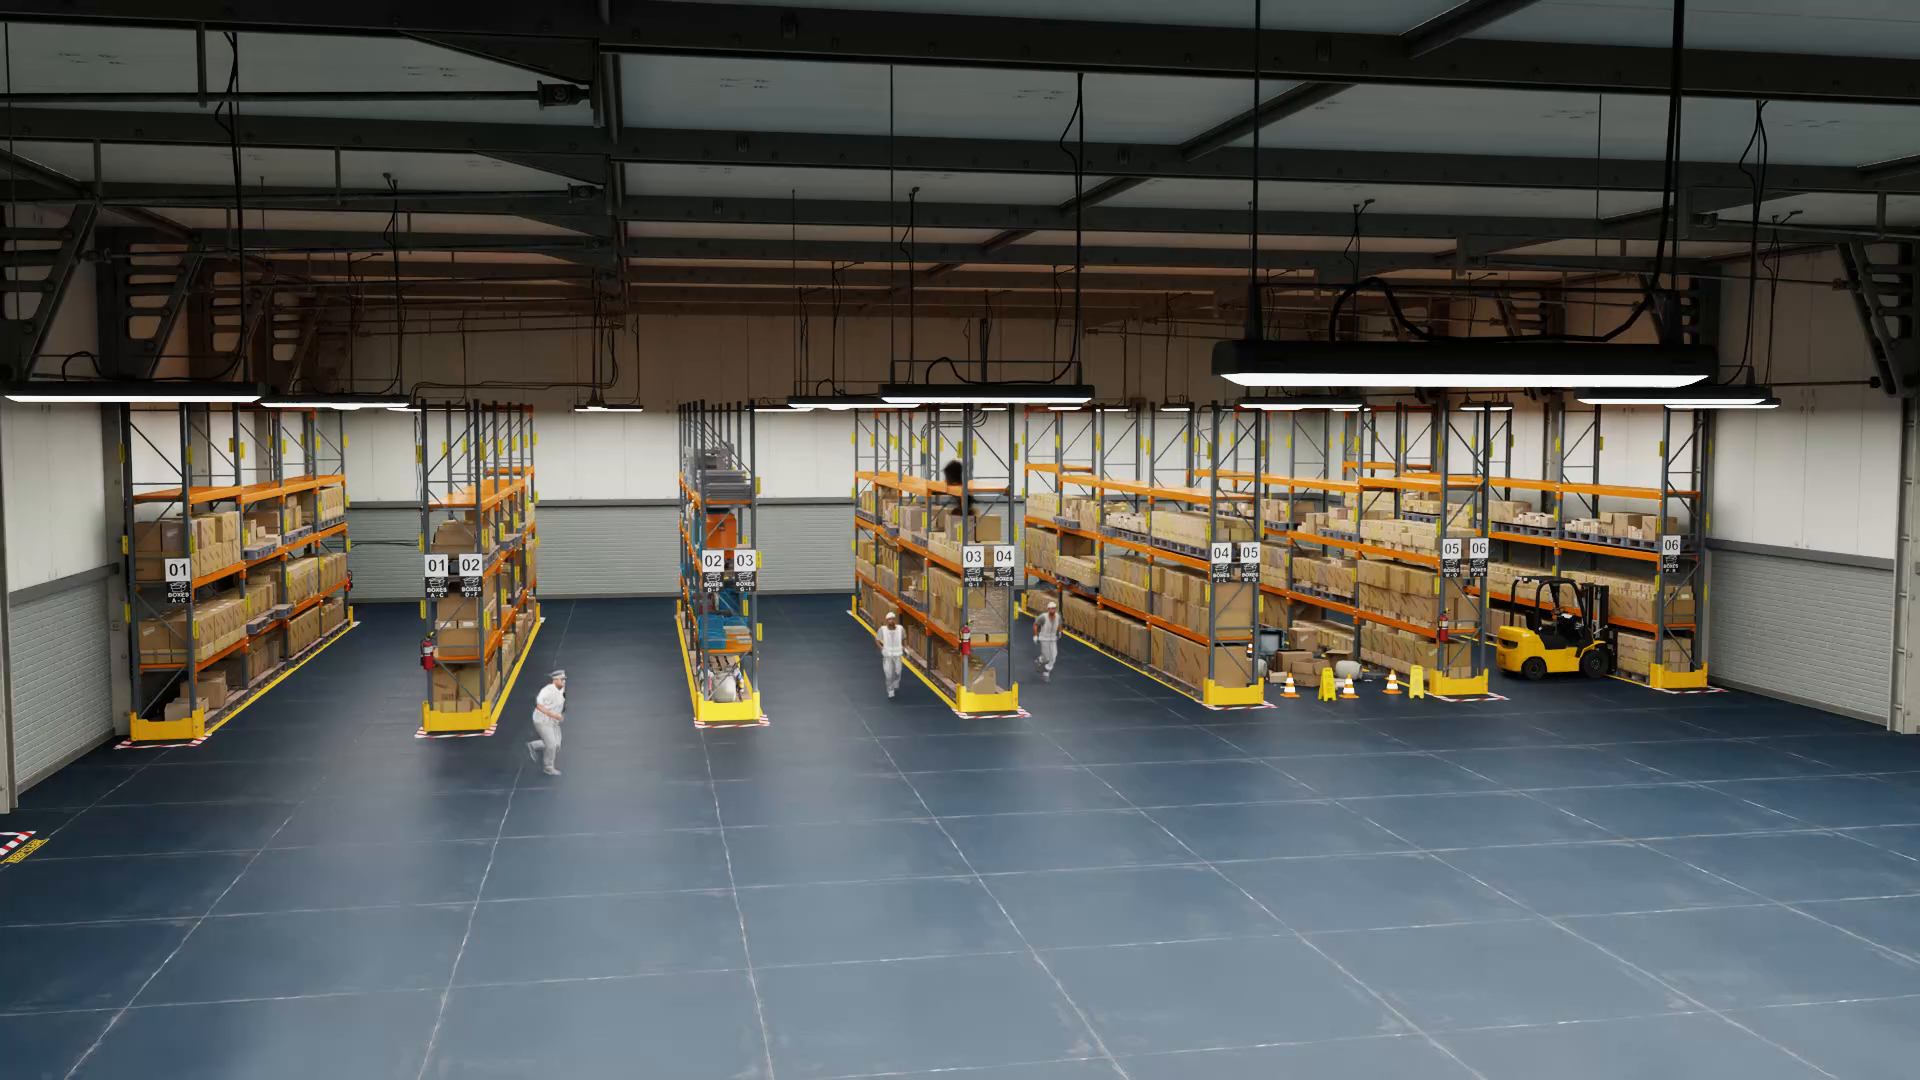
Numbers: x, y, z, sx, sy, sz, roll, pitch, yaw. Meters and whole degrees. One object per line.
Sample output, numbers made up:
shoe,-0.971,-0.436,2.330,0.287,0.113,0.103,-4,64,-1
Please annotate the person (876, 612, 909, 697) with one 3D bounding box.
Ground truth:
person,-1.367,2.324,33.653,0.680,1.724,0.595,-1,4,-7

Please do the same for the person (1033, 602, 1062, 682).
person,1.882,2.170,35.835,0.644,1.717,0.742,-3,5,-31

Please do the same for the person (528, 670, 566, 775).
person,-6.584,2.900,26.486,0.738,1.710,0.653,2,5,26

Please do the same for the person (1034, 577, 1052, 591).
person,2.538,1.093,49.727,0.793,1.831,0.694,-1,4,-14
